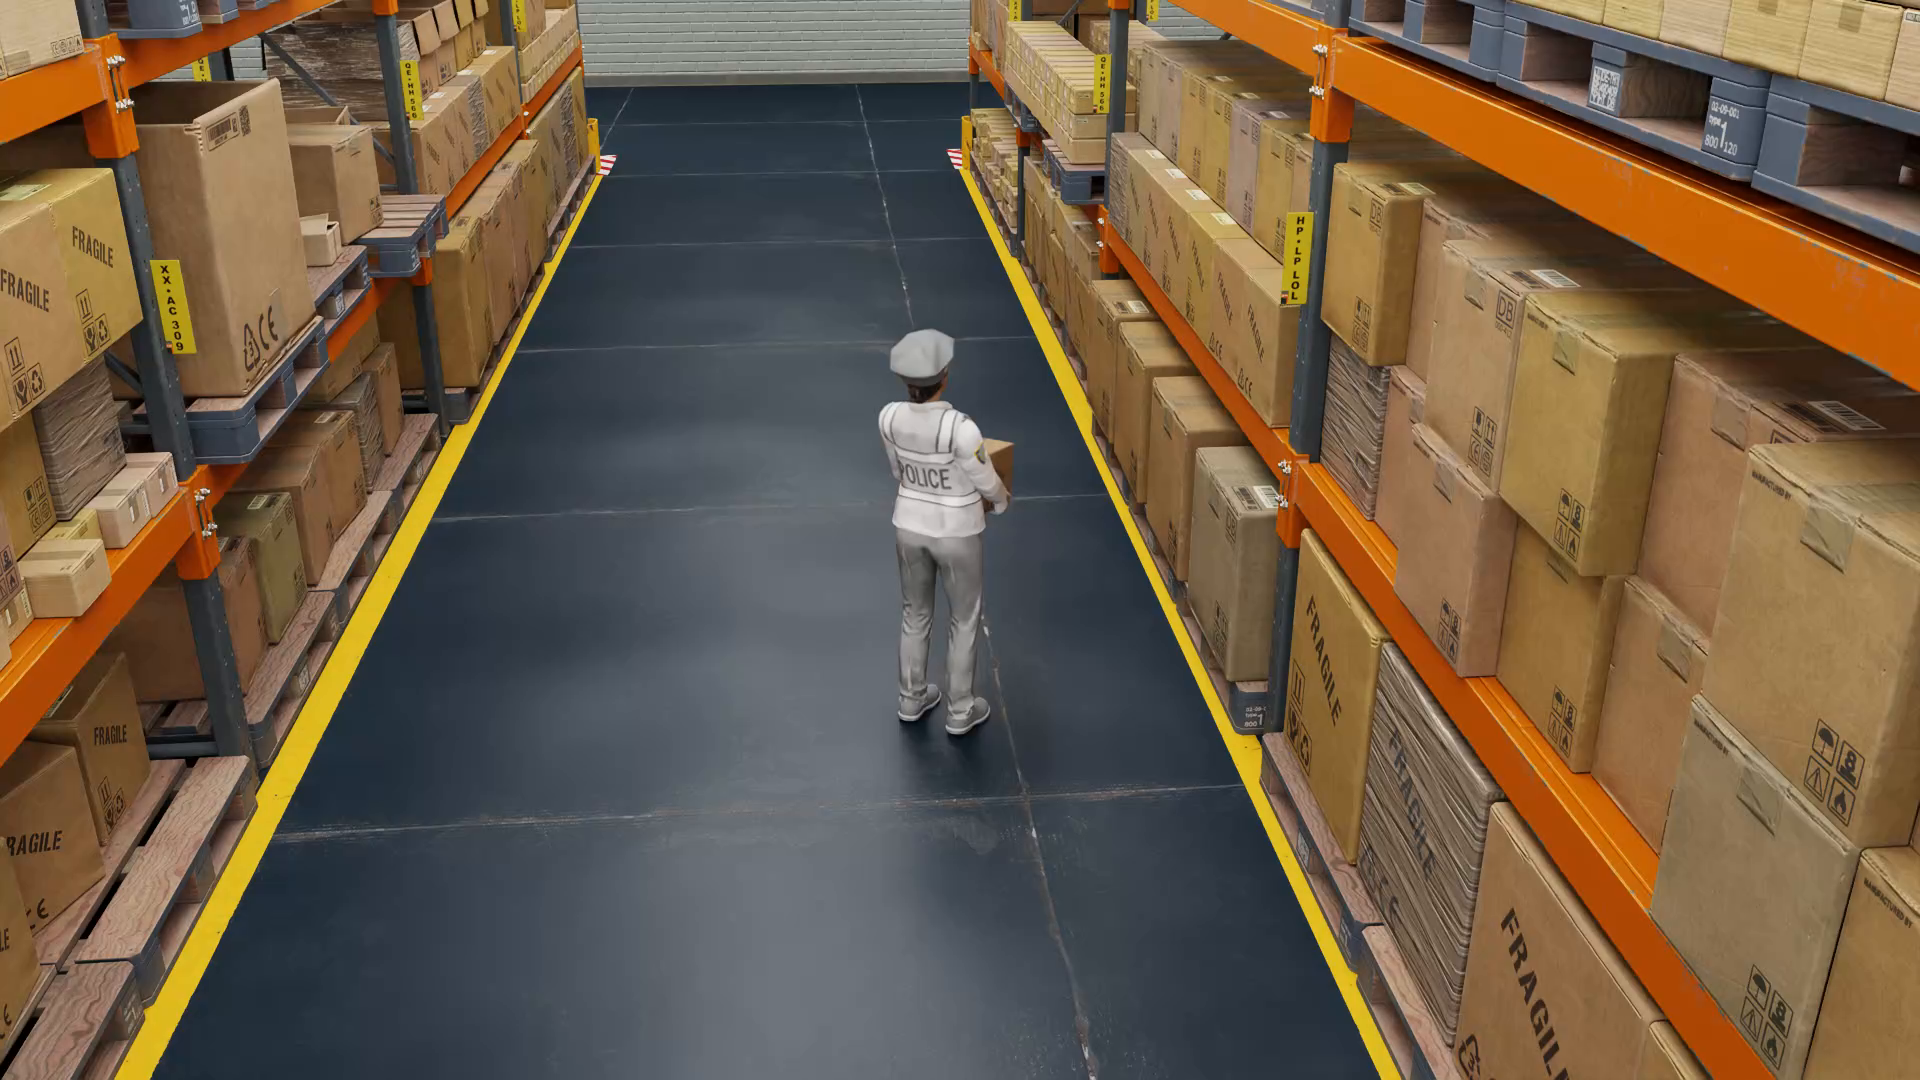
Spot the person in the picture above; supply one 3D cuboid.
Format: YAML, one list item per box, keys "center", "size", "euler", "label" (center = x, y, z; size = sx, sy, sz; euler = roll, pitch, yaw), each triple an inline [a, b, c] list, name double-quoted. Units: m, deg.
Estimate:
- center: [-0.050, -0.048, 6.680]
  size: [0.459, 1.686, 0.562]
  euler: [12, 27, 26]
  label: "person"
